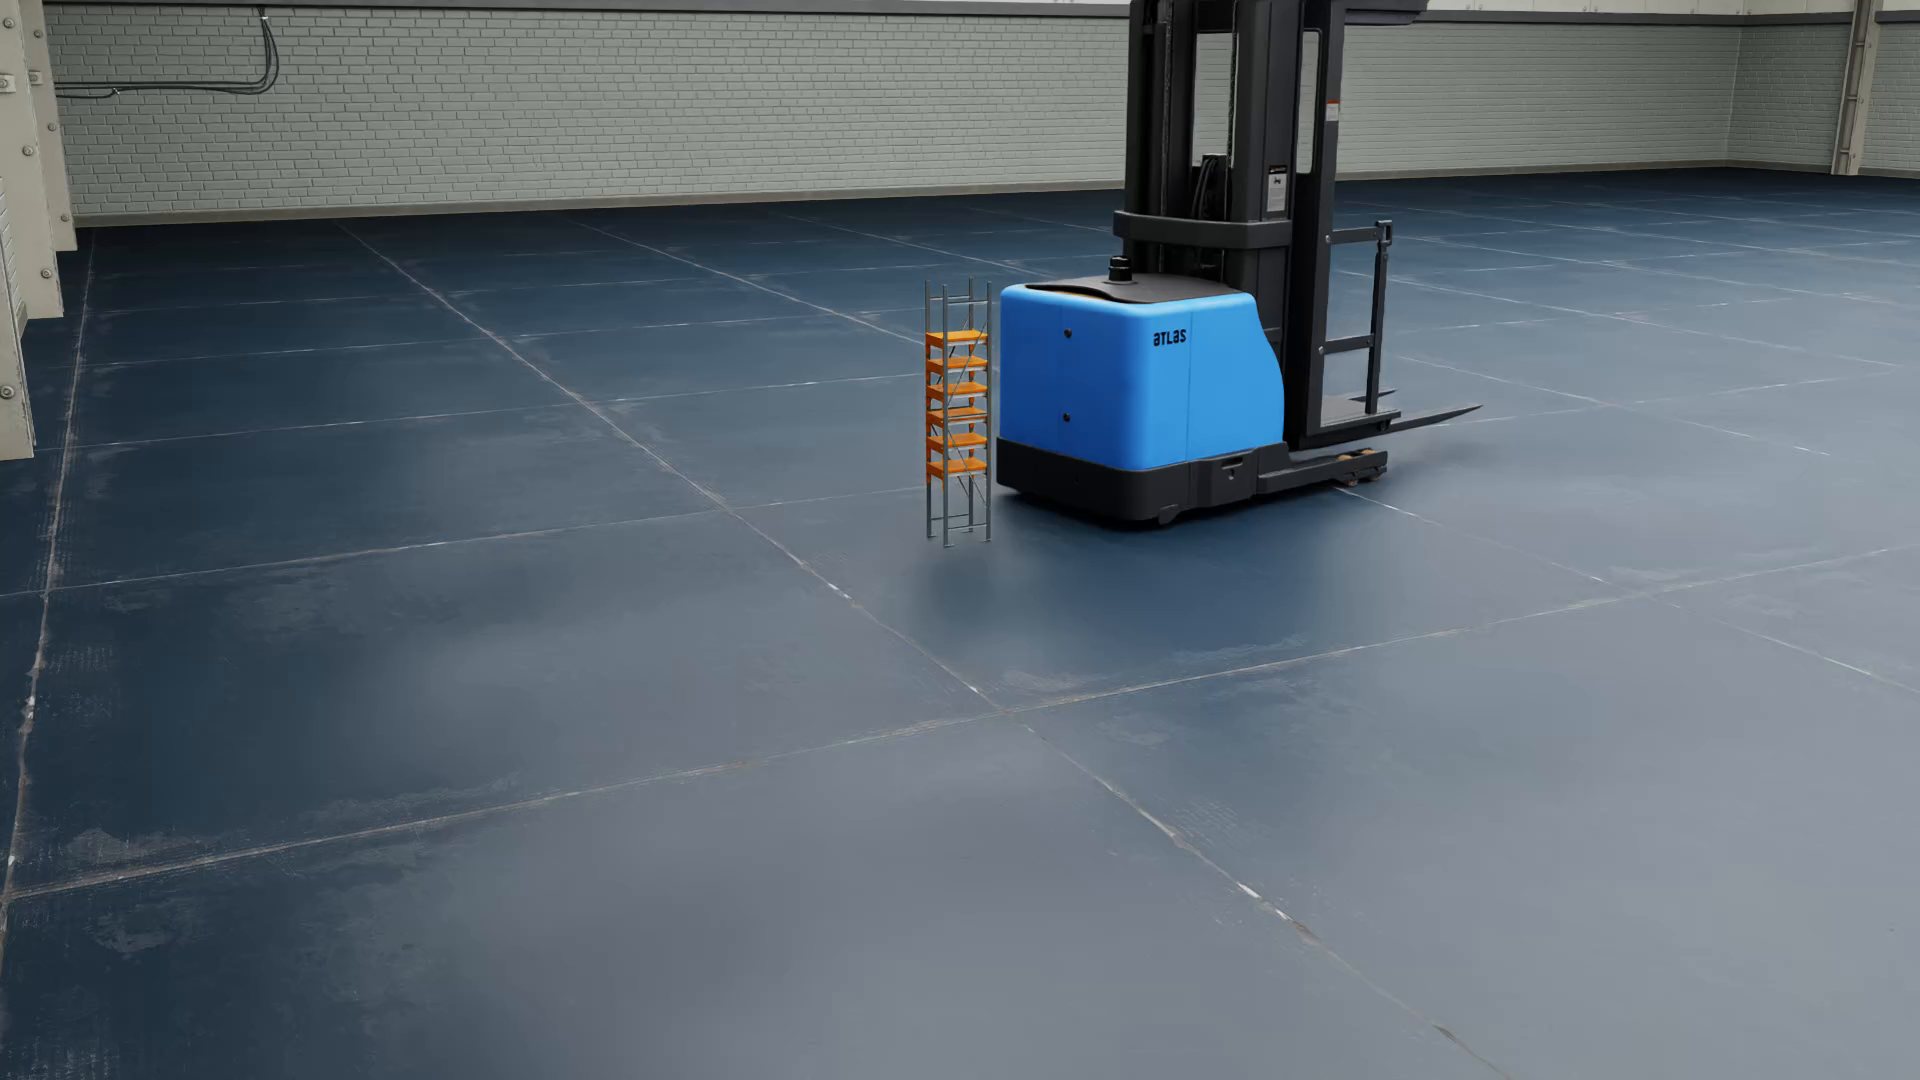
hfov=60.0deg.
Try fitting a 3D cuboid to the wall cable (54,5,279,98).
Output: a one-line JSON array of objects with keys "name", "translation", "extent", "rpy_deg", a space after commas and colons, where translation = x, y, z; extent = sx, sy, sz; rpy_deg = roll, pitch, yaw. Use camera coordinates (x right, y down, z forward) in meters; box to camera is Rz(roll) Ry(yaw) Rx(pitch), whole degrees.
[{"name": "wall cable", "translation": [-10.807, -7.194, 22.133], "extent": [3.097, 2.526, 0.112], "rpy_deg": [-8, 18, -25]}]

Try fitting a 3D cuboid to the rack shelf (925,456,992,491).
[{"name": "rack shelf", "translation": [-0.006, -0.307, 7.676], "extent": [0.258, 0.103, 0.180], "rpy_deg": [-8, 18, -25]}]

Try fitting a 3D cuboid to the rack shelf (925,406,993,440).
[{"name": "rack shelf", "translation": [-0.006, -0.538, 7.610], "extent": [0.258, 0.103, 0.180], "rpy_deg": [-8, 18, -25]}]

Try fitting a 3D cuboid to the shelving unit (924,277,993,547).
[{"name": "shelving unit", "translation": [-0.006, -0.580, 7.598], "extent": [0.258, 1.200, 0.189], "rpy_deg": [-8, 18, -25]}]

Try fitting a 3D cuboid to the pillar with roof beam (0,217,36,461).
[{"name": "pillar with roof beam", "translation": [-1.578, -5.341, 10.047], "extent": [9.100, 9.000, 0.400], "rpy_deg": [-8, 18, -25]}]

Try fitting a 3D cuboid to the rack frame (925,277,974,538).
[{"name": "rack frame", "translation": [-0.046, -0.603, 7.677], "extent": [0.240, 1.200, 0.006], "rpy_deg": [-8, 18, -25]}]

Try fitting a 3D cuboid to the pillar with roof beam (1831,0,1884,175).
[{"name": "pillar with roof beam", "translation": [13.741, -11.082, 30.054], "extent": [9.100, 9.000, 0.400], "rpy_deg": [-8, 18, -25]}]

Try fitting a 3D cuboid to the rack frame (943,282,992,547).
[{"name": "rack frame", "translation": [0.034, -0.558, 7.519], "extent": [0.240, 1.200, 0.006], "rpy_deg": [-8, 18, -25]}]

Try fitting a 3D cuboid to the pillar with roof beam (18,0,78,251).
[{"name": "pillar with roof beam", "translation": [-6.835, -8.316, 20.415], "extent": [9.100, 9.000, 0.400], "rpy_deg": [-8, 18, -25]}]

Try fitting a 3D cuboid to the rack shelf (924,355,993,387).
[{"name": "rack shelf", "translation": [-0.006, -0.768, 7.544], "extent": [0.258, 0.103, 0.180], "rpy_deg": [-8, 18, -25]}]

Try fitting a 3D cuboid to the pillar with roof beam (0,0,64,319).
[{"name": "pillar with roof beam", "translation": [-4.207, -6.828, 15.231], "extent": [9.100, 9.000, 0.400], "rpy_deg": [-8, 18, -25]}]

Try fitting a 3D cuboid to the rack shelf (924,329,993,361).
[{"name": "rack shelf", "translation": [-0.006, -0.884, 7.511], "extent": [0.258, 0.103, 0.180], "rpy_deg": [-8, 18, -25]}]

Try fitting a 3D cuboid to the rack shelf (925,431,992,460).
[{"name": "rack shelf", "translation": [-0.006, -0.422, 7.643], "extent": [0.258, 0.103, 0.180], "rpy_deg": [-8, 18, -25]}]

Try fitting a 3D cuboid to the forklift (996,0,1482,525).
[{"name": "forklift", "translation": [1.652, -1.791, 8.677], "extent": [3.031, 2.935, 1.130], "rpy_deg": [-12, 20, -37]}]

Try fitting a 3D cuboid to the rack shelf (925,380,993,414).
[{"name": "rack shelf", "translation": [-0.006, -0.653, 7.577], "extent": [0.258, 0.103, 0.180], "rpy_deg": [-8, 18, -25]}]
